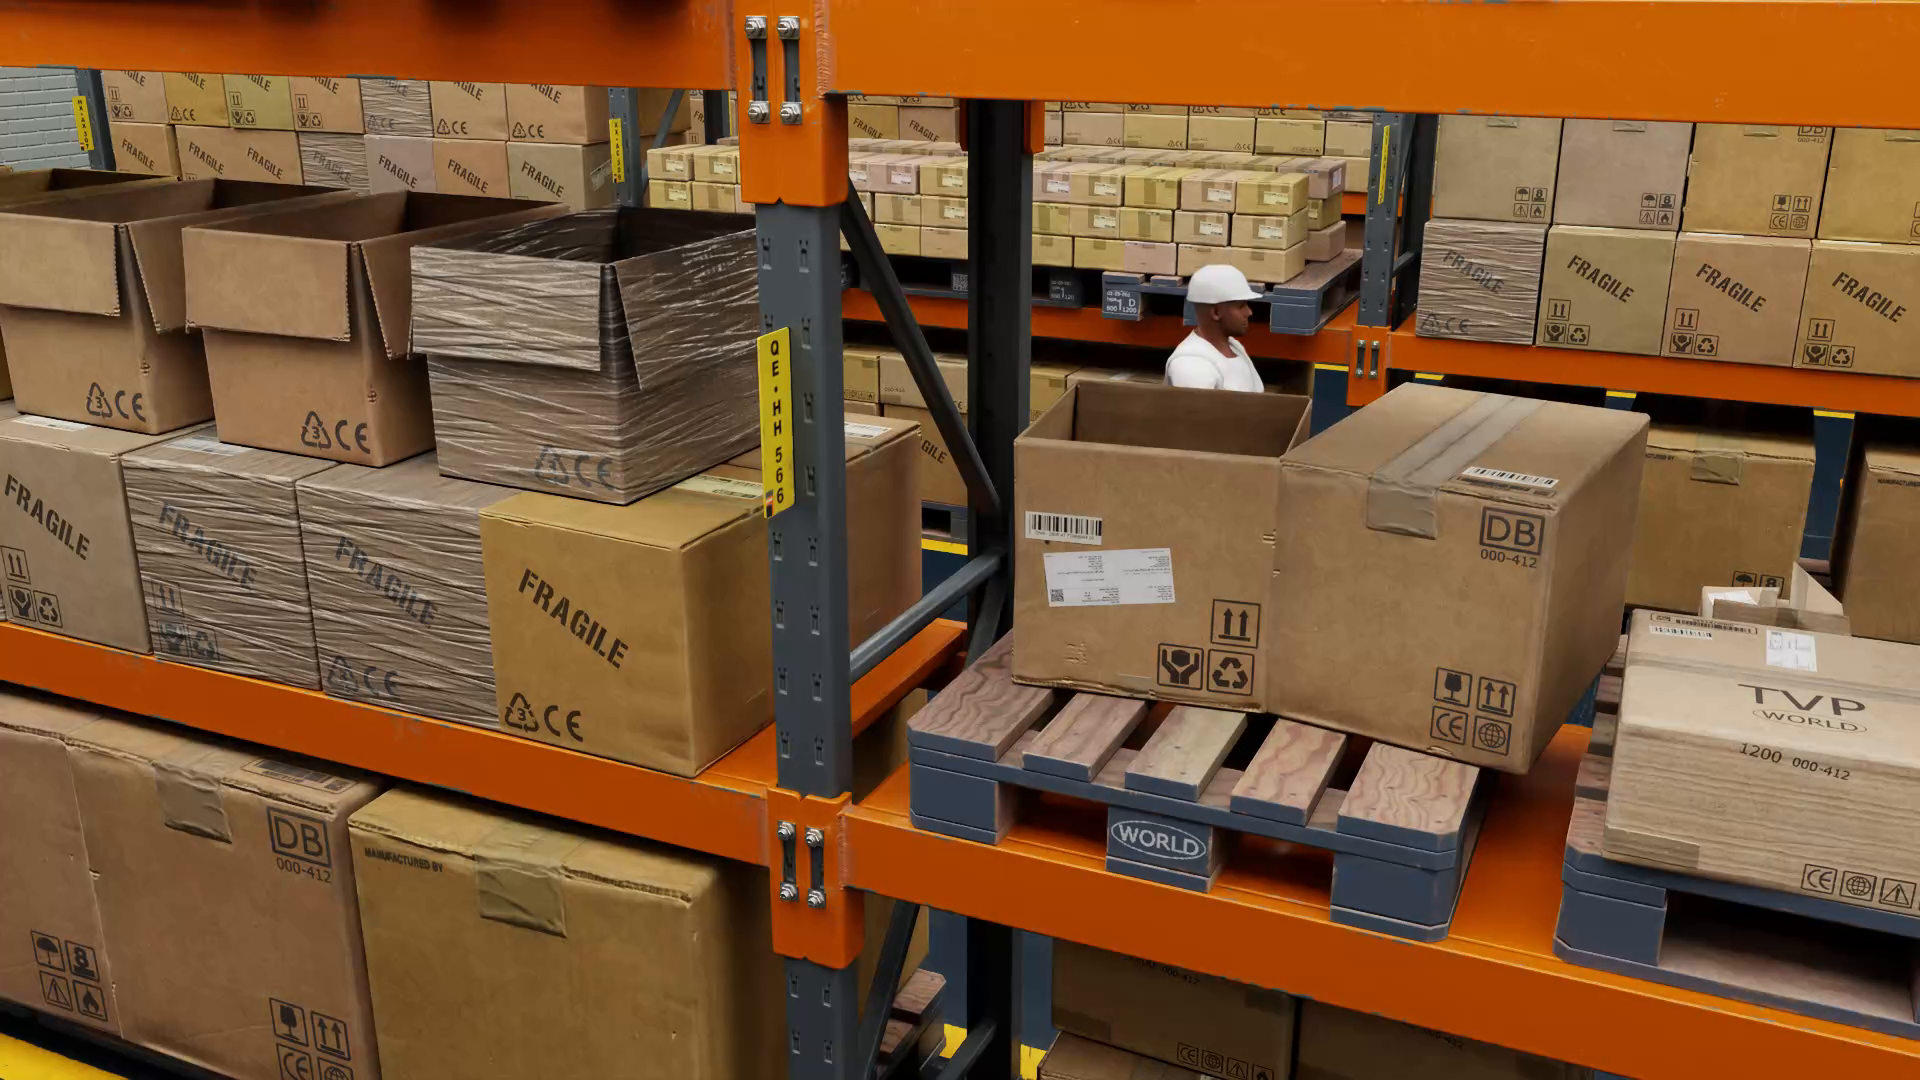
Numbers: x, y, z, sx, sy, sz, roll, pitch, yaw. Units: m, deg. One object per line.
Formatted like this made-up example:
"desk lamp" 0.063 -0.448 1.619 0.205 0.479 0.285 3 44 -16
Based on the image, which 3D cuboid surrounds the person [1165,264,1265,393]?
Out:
"person" 1.040 -0.220 6.691 0.398 1.765 0.563 9 21 24
